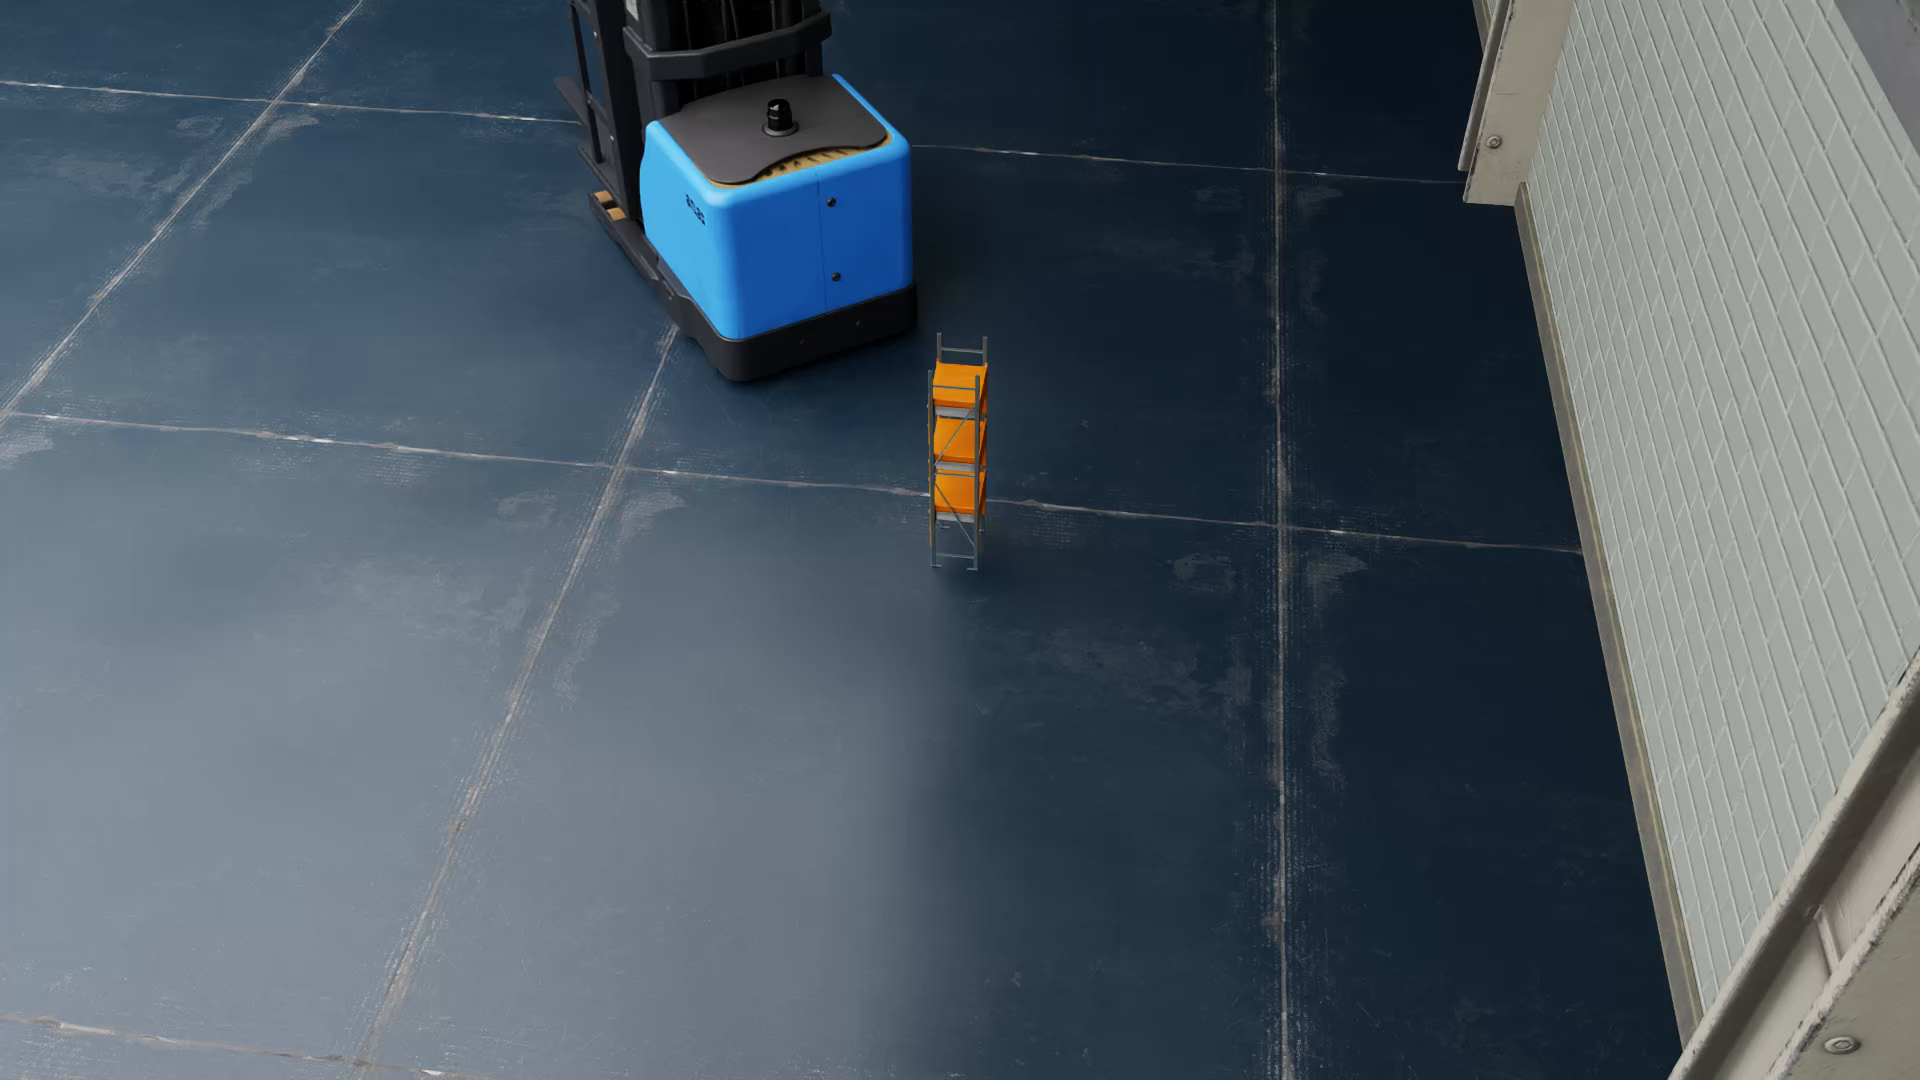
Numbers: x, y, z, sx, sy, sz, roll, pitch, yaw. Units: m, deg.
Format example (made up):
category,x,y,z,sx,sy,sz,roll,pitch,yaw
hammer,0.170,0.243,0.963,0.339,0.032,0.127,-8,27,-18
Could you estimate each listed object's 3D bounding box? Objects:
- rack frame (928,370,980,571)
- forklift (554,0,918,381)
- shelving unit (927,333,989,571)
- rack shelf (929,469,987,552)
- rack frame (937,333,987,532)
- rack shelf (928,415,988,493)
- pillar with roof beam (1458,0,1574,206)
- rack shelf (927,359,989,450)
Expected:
category,x,y,z,sx,sy,sz,roll,pitch,yaw
rack frame,-0.023,-0.262,6.763,0.200,1.050,0.008,5,44,6
forklift,-1.366,-2.827,8.104,1.130,2.935,3.031,-21,47,-21
shelving unit,-0.007,-0.345,6.851,0.215,1.050,0.252,5,44,6
rack shelf,-0.007,-0.135,7.049,0.215,0.259,0.240,5,44,6
rack frame,0.009,-0.428,6.938,0.200,1.050,0.008,5,44,6
rack shelf,-0.007,-0.337,6.858,0.215,0.259,0.240,5,44,6
pillar with roof beam,-1.292,-5.655,6.677,9.100,9.000,0.400,5,44,6
rack shelf,-0.007,-0.543,6.663,0.215,0.259,0.240,5,44,6
